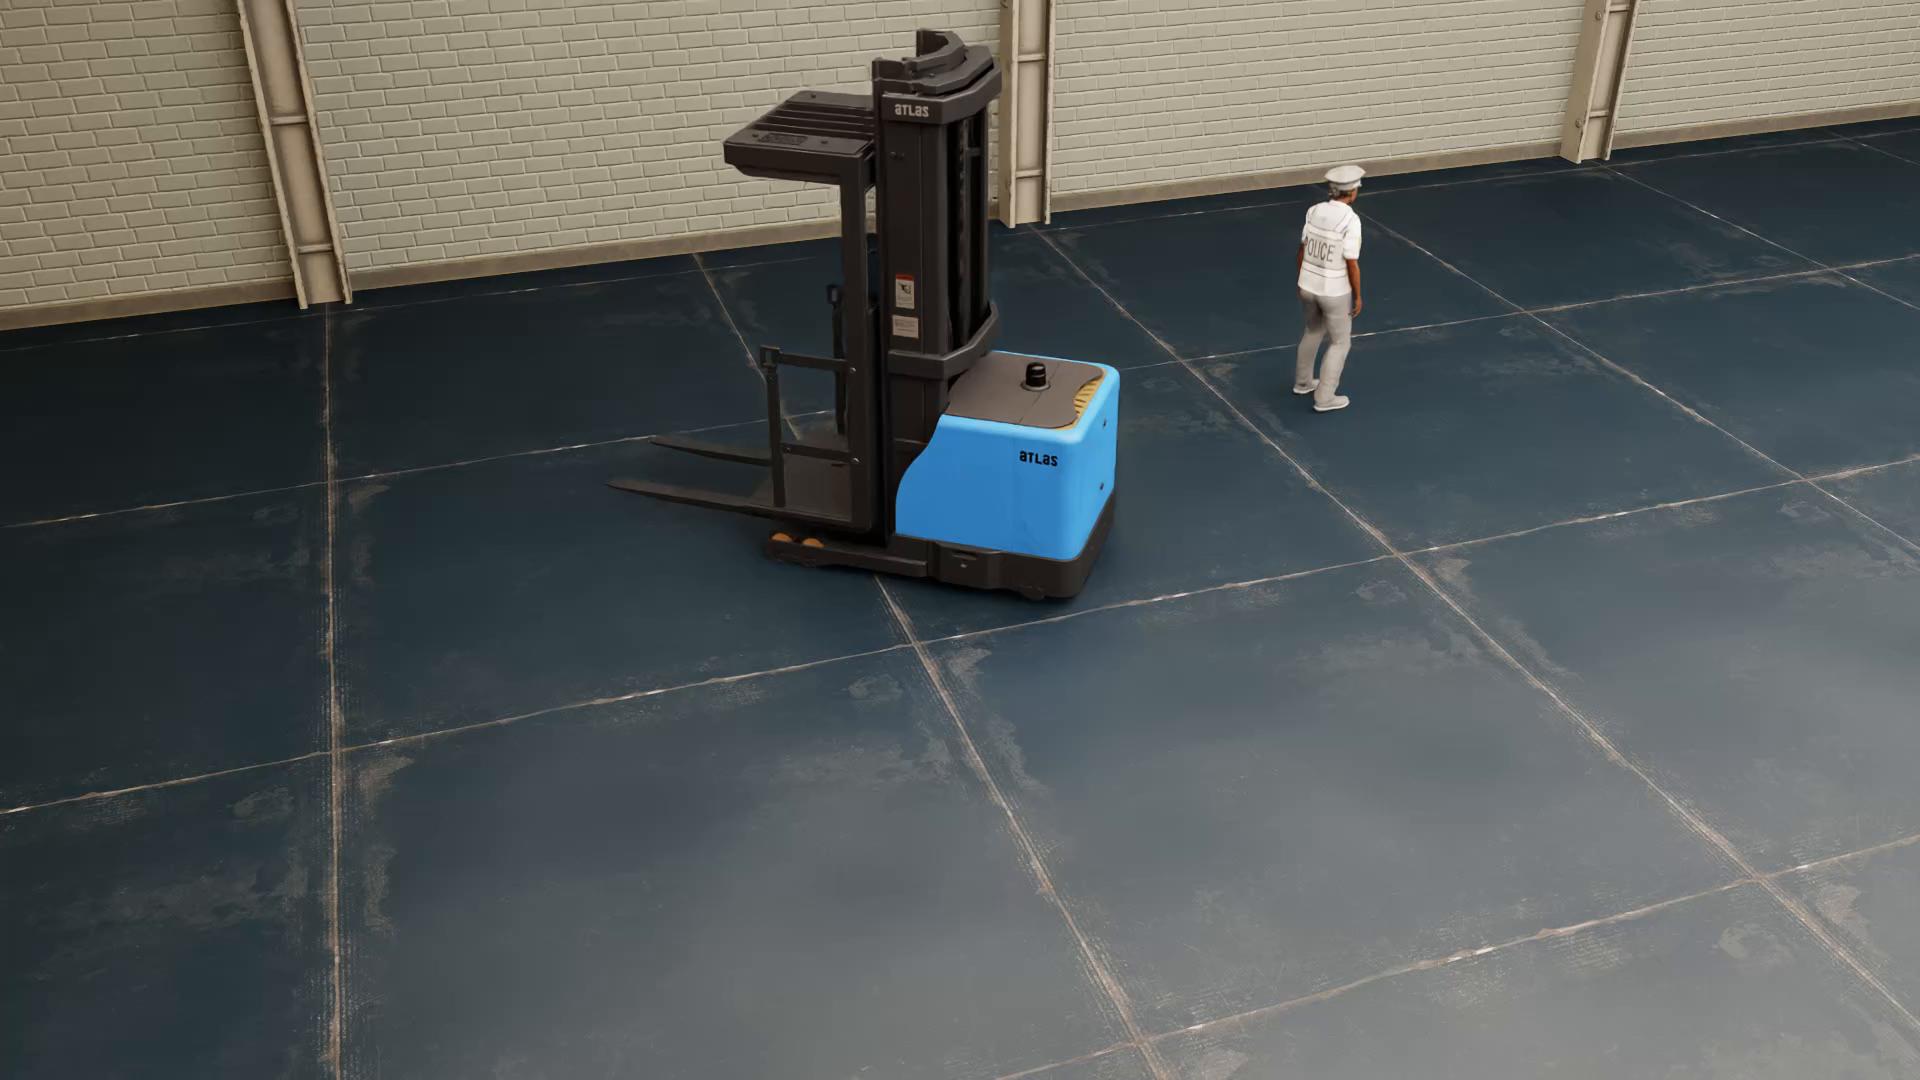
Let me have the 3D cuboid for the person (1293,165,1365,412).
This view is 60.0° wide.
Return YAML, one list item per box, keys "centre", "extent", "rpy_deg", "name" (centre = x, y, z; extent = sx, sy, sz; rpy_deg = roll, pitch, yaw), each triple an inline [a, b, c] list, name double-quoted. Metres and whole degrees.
- centre: [2.529, -1.704, 11.344]
  extent: [0.419, 1.674, 0.510]
  rpy_deg: [-21, 36, -31]
  name: "person"

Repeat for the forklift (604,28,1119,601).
- centre: [-0.640, -1.350, 9.433]
  extent: [3.031, 2.935, 1.130]
  rpy_deg: [9, 31, 15]
  name: "forklift"
